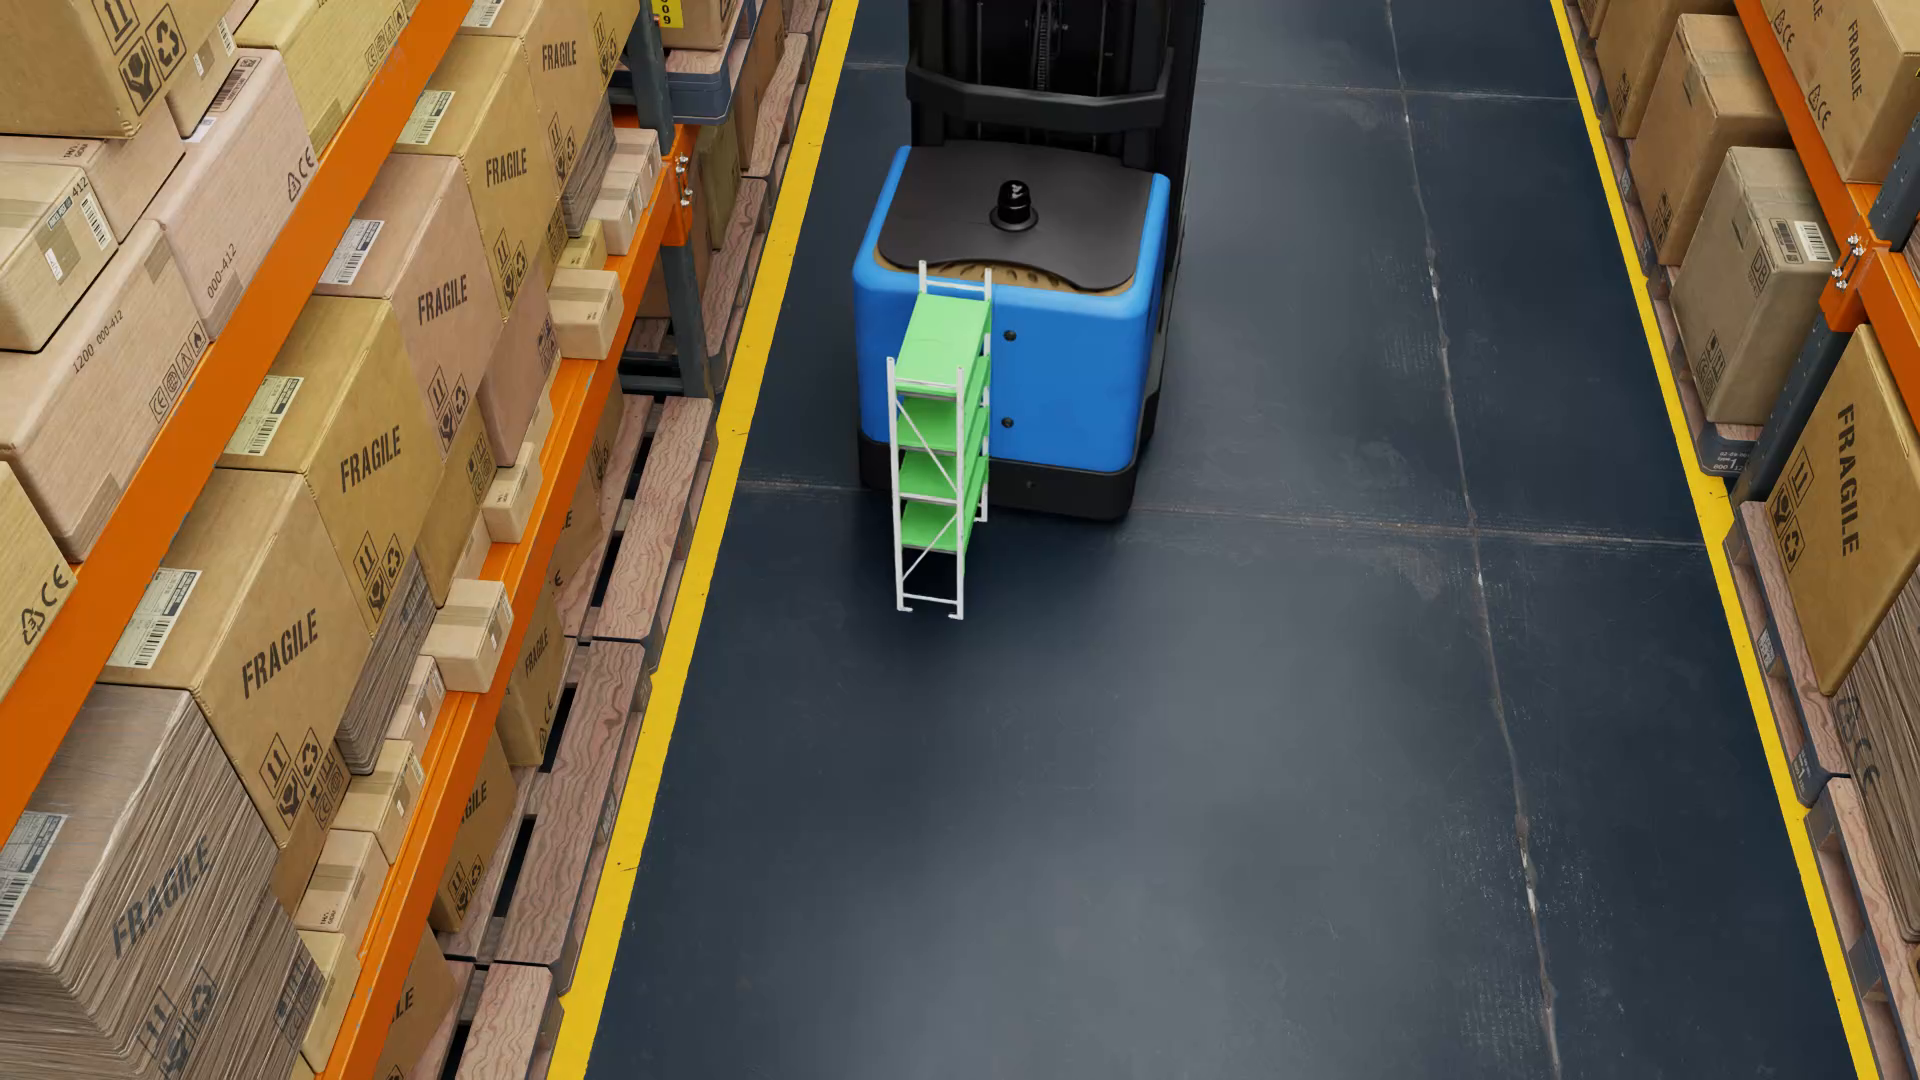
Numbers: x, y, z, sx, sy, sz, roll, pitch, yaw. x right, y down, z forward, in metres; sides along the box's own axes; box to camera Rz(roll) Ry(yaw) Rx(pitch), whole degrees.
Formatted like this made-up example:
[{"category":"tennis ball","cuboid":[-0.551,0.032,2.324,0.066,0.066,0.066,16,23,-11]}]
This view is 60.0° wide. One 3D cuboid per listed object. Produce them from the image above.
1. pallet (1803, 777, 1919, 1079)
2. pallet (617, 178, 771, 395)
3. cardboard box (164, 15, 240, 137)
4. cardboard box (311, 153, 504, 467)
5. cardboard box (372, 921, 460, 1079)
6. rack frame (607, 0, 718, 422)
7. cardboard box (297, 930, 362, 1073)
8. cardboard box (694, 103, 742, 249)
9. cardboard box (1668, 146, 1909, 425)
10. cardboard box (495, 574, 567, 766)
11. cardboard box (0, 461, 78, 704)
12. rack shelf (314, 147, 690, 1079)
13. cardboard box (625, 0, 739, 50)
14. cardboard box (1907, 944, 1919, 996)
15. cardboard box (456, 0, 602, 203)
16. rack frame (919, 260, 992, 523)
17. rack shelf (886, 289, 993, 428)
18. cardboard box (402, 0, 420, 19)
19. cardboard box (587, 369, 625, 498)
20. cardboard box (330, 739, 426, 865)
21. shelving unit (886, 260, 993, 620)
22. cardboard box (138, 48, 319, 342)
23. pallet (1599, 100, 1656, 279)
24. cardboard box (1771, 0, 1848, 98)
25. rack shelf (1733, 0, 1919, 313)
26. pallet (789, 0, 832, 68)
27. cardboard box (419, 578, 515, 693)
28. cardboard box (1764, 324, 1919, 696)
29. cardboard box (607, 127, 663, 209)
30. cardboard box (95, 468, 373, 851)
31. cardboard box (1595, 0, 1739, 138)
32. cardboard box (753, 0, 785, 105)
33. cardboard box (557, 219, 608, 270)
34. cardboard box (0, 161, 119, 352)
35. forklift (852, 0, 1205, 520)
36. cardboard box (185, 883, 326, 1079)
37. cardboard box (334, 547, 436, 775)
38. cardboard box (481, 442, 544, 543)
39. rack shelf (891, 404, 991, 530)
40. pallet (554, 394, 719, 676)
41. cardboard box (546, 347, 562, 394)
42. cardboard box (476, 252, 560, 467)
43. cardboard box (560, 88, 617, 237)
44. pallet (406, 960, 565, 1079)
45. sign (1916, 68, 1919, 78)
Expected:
[{"category":"pallet","cuboid":[3.192,1.297,4.921,1.003,0.211,1.213,4,48,4]},{"category":"pallet","cuboid":[-1.413,-1.136,7.146,1.003,0.211,1.213,4,48,4]},{"category":"cardboard box","cuboid":[-1.439,-0.802,2.749,0.380,0.149,0.250,2,48,2]},{"category":"cardboard box","cuboid":[-1.389,-0.525,3.751,0.500,0.500,0.500,4,48,4]},{"category":"cardboard box","cuboid":[-1.753,1.237,4.495,0.500,0.500,0.500,15,49,14]},{"category":"rack frame","cuboid":[-1.482,-1.505,5.594,1.000,3.000,0.127,4,48,4]},{"category":"cardboard box","cuboid":[-1.504,0.961,3.509,0.380,0.149,0.250,4,48,4]},{"category":"cardboard box","cuboid":[-1.343,-1.609,7.084,0.700,0.500,0.500,4,48,3]},{"category":"cardboard box","cuboid":[3.415,-0.942,6.318,1.050,0.750,0.750,4,48,3]},{"category":"cardboard box","cuboid":[-1.581,0.371,5.287,0.500,0.500,0.500,0,48,0]},{"category":"cardboard box","cuboid":[-1.545,0.136,2.162,0.500,0.250,0.500,5,48,5]},{"category":"rack shelf","cuboid":[-1.664,0.208,4.515,1.077,0.370,4.000,4,48,4]},{"category":"cardboard box","cuboid":[-1.270,-2.423,5.743,1.000,1.000,1.000,4,48,4]},{"category":"cardboard box","cuboid":[3.158,1.268,4.213,0.875,0.875,0.875,3,48,3]},{"category":"cardboard box","cuboid":[-1.293,-1.260,4.422,0.500,0.500,0.500,4,48,4]},{"category":"rack frame","cuboid":[-0.015,-0.493,5.887,0.240,1.200,0.015,8,48,7]},{"category":"rack shelf","cuboid":[-0.061,-0.597,5.419,0.258,0.148,0.480,8,48,7]},{"category":"cardboard box","cuboid":[-1.363,-1.356,3.526,0.500,0.250,0.500,4,48,3]},{"category":"cardboard box","cuboid":[-1.558,-0.512,6.095,0.500,0.500,0.500,3,48,2]},{"category":"cardboard box","cuboid":[-1.472,0.592,3.846,0.380,0.149,0.250,4,48,4]},{"category":"shelving unit","cuboid":[-0.061,-0.316,5.726,0.258,1.200,0.503,8,48,7]},{"category":"cardboard box","cuboid":[-1.455,-0.607,2.841,0.500,0.250,0.500,4,48,3]},{"category":"pallet","cuboid":[3.552,-1.627,7.595,1.003,0.211,1.213,4,48,4]},{"category":"cardboard box","cuboid":[3.275,-1.903,5.890,0.500,0.500,0.500,3,48,3]},{"category":"rack shelf","cuboid":[3.630,-2.324,6.830,1.077,0.370,4.000,4,48,4]},{"category":"pallet","cuboid":[-1.190,-2.929,8.786,1.003,0.211,1.213,4,48,4]},{"category":"cardboard box","cuboid":[-1.350,0.230,4.177,0.380,0.149,0.250,4,48,4]},{"category":"cardboard box","cuboid":[3.321,-0.064,5.431,0.875,0.875,0.875,5,48,4]},{"category":"cardboard box","cuboid":[-1.209,-1.242,5.524,0.380,0.149,0.250,4,48,4]},{"category":"cardboard box","cuboid":[-1.473,0.210,3.078,0.500,0.500,0.500,4,48,4]},{"category":"cardboard box","cuboid":[3.591,-2.335,7.593,1.050,0.750,0.750,5,48,4]},{"category":"cardboard box","cuboid":[-1.241,-2.430,7.835,0.700,0.500,0.500,7,48,7]},{"category":"cardboard box","cuboid":[-1.324,-0.880,5.192,0.380,0.149,0.250,4,48,4]},{"category":"cardboard box","cuboid":[-1.475,-0.422,2.402,0.380,0.149,0.250,6,48,5]},{"category":"forklift","cuboid":[0.397,-2.173,6.251,1.130,2.935,3.031,8,48,7]},{"category":"cardboard box","cuboid":[-1.769,0.898,3.126,0.875,0.500,0.500,4,48,4]},{"category":"cardboard box","cuboid":[-1.755,0.158,3.803,0.875,0.500,0.500,4,48,4]},{"category":"cardboard box","cuboid":[-1.360,-0.141,4.516,0.380,0.149,0.250,4,48,4]},{"category":"rack shelf","cuboid":[-0.061,-0.273,5.773,0.258,0.148,0.480,8,48,7]},{"category":"pallet","cuboid":[-1.508,-0.068,6.169,1.003,0.211,1.213,4,48,4]},{"category":"cardboard box","cuboid":[-1.390,-0.513,4.857,0.380,0.149,0.250,4,48,4]},{"category":"cardboard box","cuboid":[-1.611,-0.573,4.472,0.875,0.500,0.500,4,48,4]},{"category":"cardboard box","cuboid":[-1.585,-1.312,5.148,0.875,0.500,0.500,4,48,4]},{"category":"pallet","cuboid":[-1.731,1.725,4.529,1.003,0.211,1.213,4,48,4]},{"category":"sign","cuboid":[2.907,-1.490,4.849,0.100,0.325,0.005,4,48,4]}]
